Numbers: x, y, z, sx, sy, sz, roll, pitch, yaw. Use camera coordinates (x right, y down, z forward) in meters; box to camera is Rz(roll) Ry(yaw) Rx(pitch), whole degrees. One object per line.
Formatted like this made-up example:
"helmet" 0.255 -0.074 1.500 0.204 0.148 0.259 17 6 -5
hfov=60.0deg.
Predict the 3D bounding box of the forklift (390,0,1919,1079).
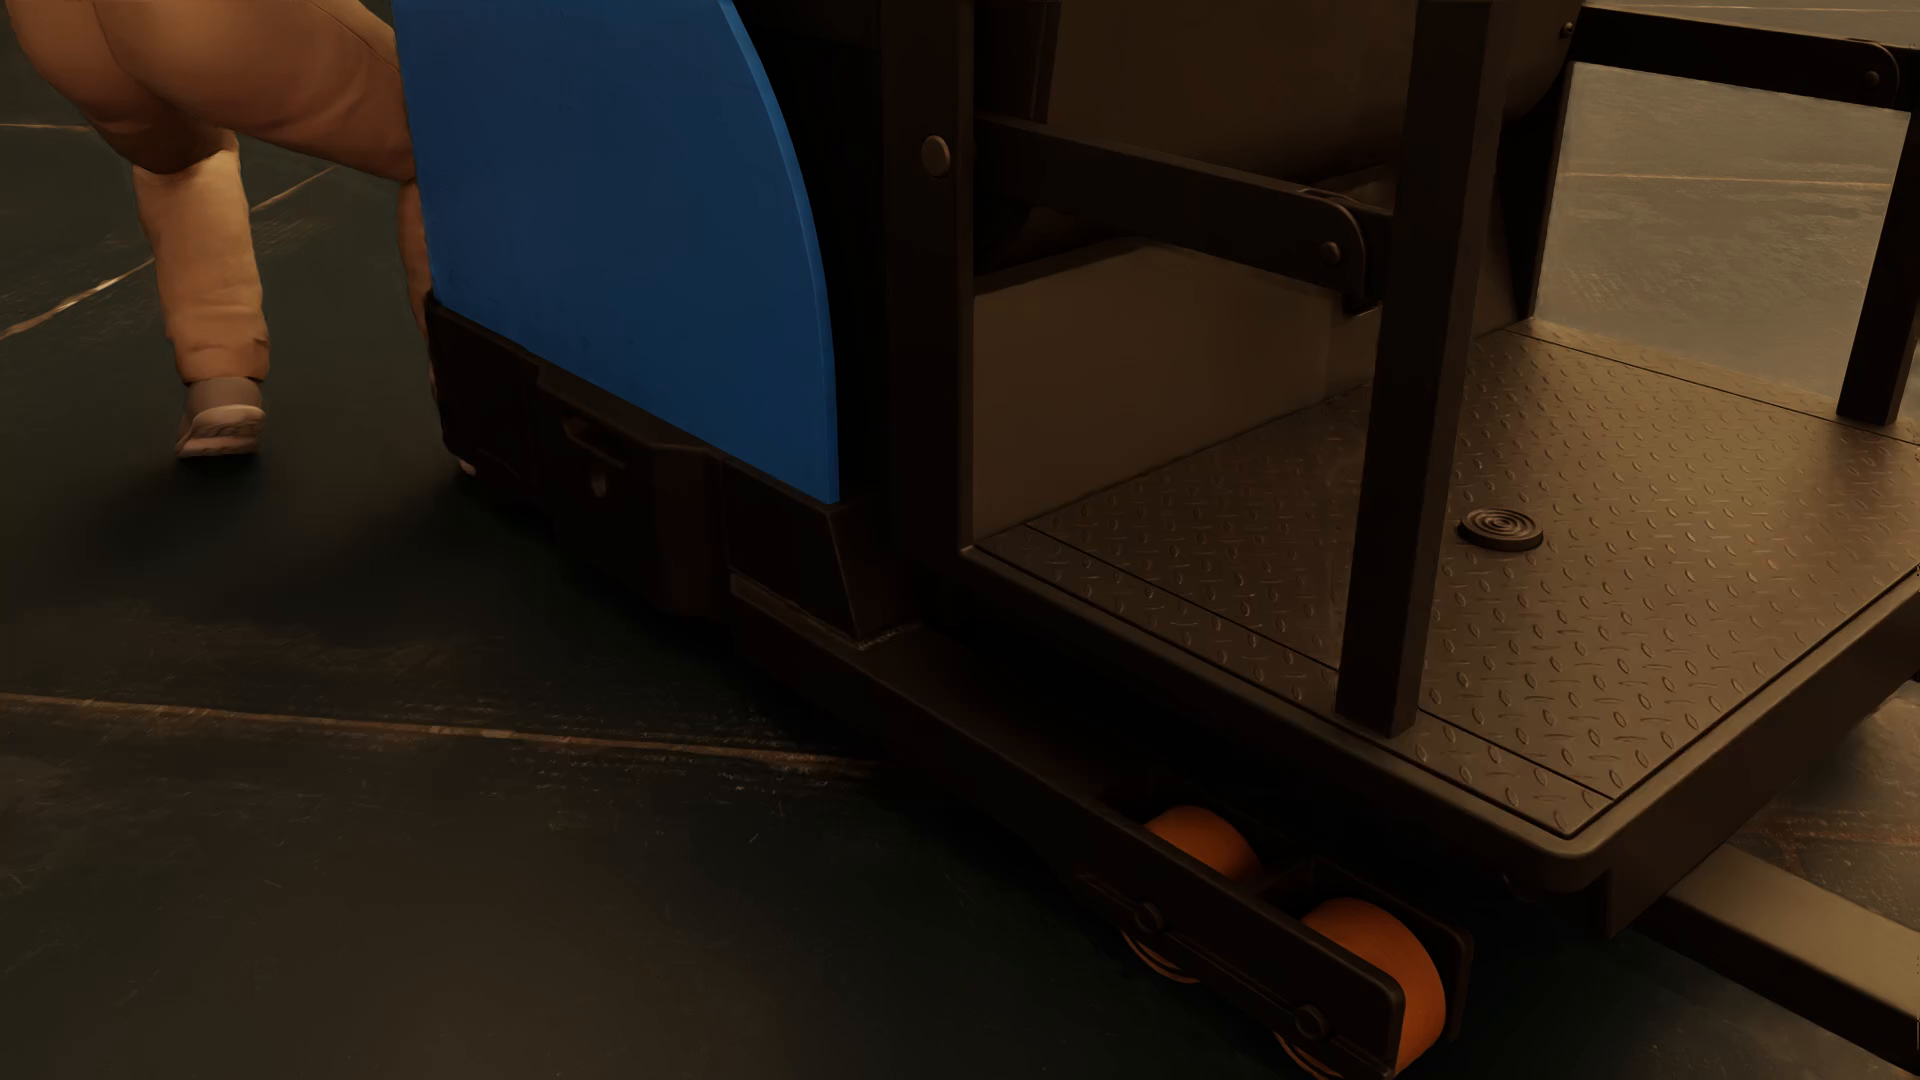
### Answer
"forklift" 0.535 -1.074 1.369 1.130 2.935 3.031 -22 34 -37

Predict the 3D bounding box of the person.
"person" -1.062 -0.846 2.442 0.791 1.608 0.635 5 27 11
